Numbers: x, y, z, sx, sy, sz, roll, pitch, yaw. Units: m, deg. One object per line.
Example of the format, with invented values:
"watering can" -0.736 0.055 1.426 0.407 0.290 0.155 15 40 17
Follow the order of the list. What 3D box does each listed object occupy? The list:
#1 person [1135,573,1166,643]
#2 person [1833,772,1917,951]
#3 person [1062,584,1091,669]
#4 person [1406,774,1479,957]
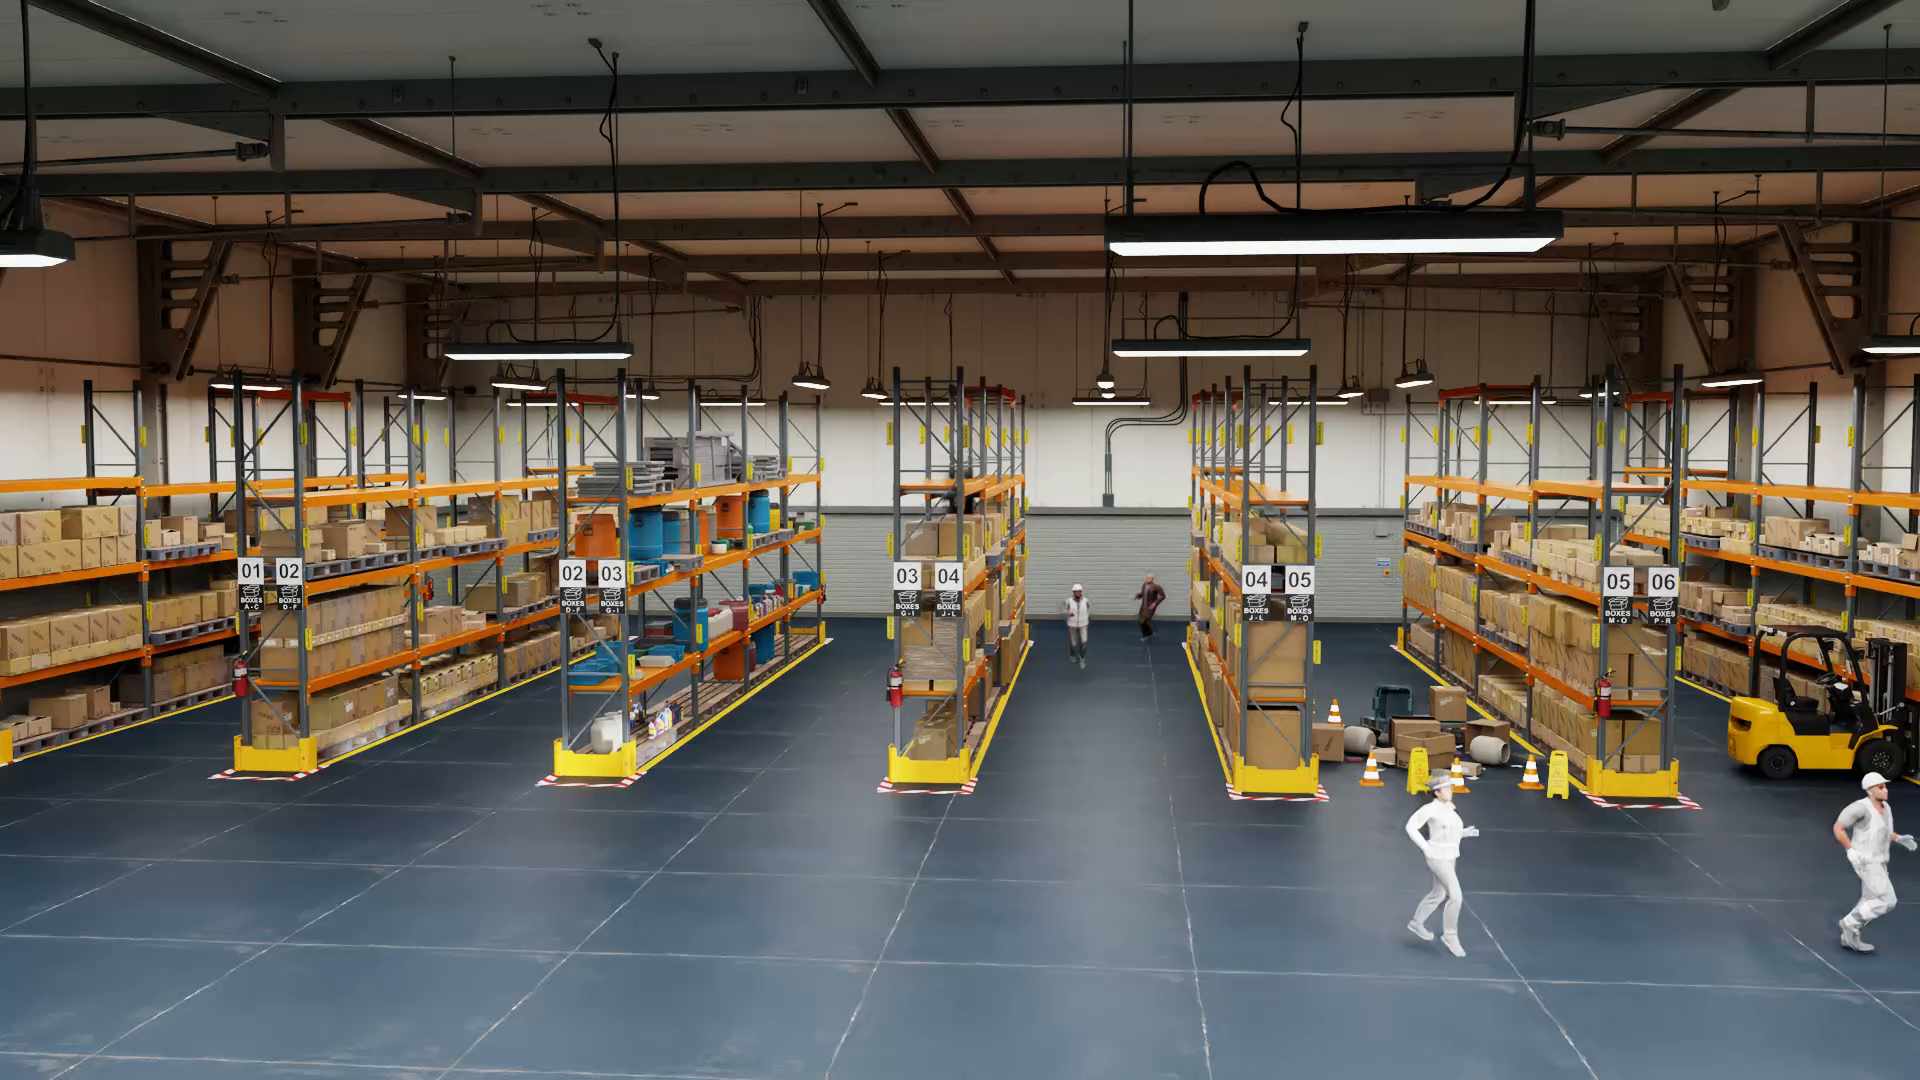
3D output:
"person" 4.542 1.657 40.196 0.675 1.711 0.707 -2 4 -30
"person" 8.869 3.119 16.065 0.632 1.748 0.601 -3 4 -36
"person" 2.439 1.783 34.659 0.612 1.757 0.830 0 4 2
"person" 4.692 3.148 16.220 0.709 1.753 0.593 3 5 39
